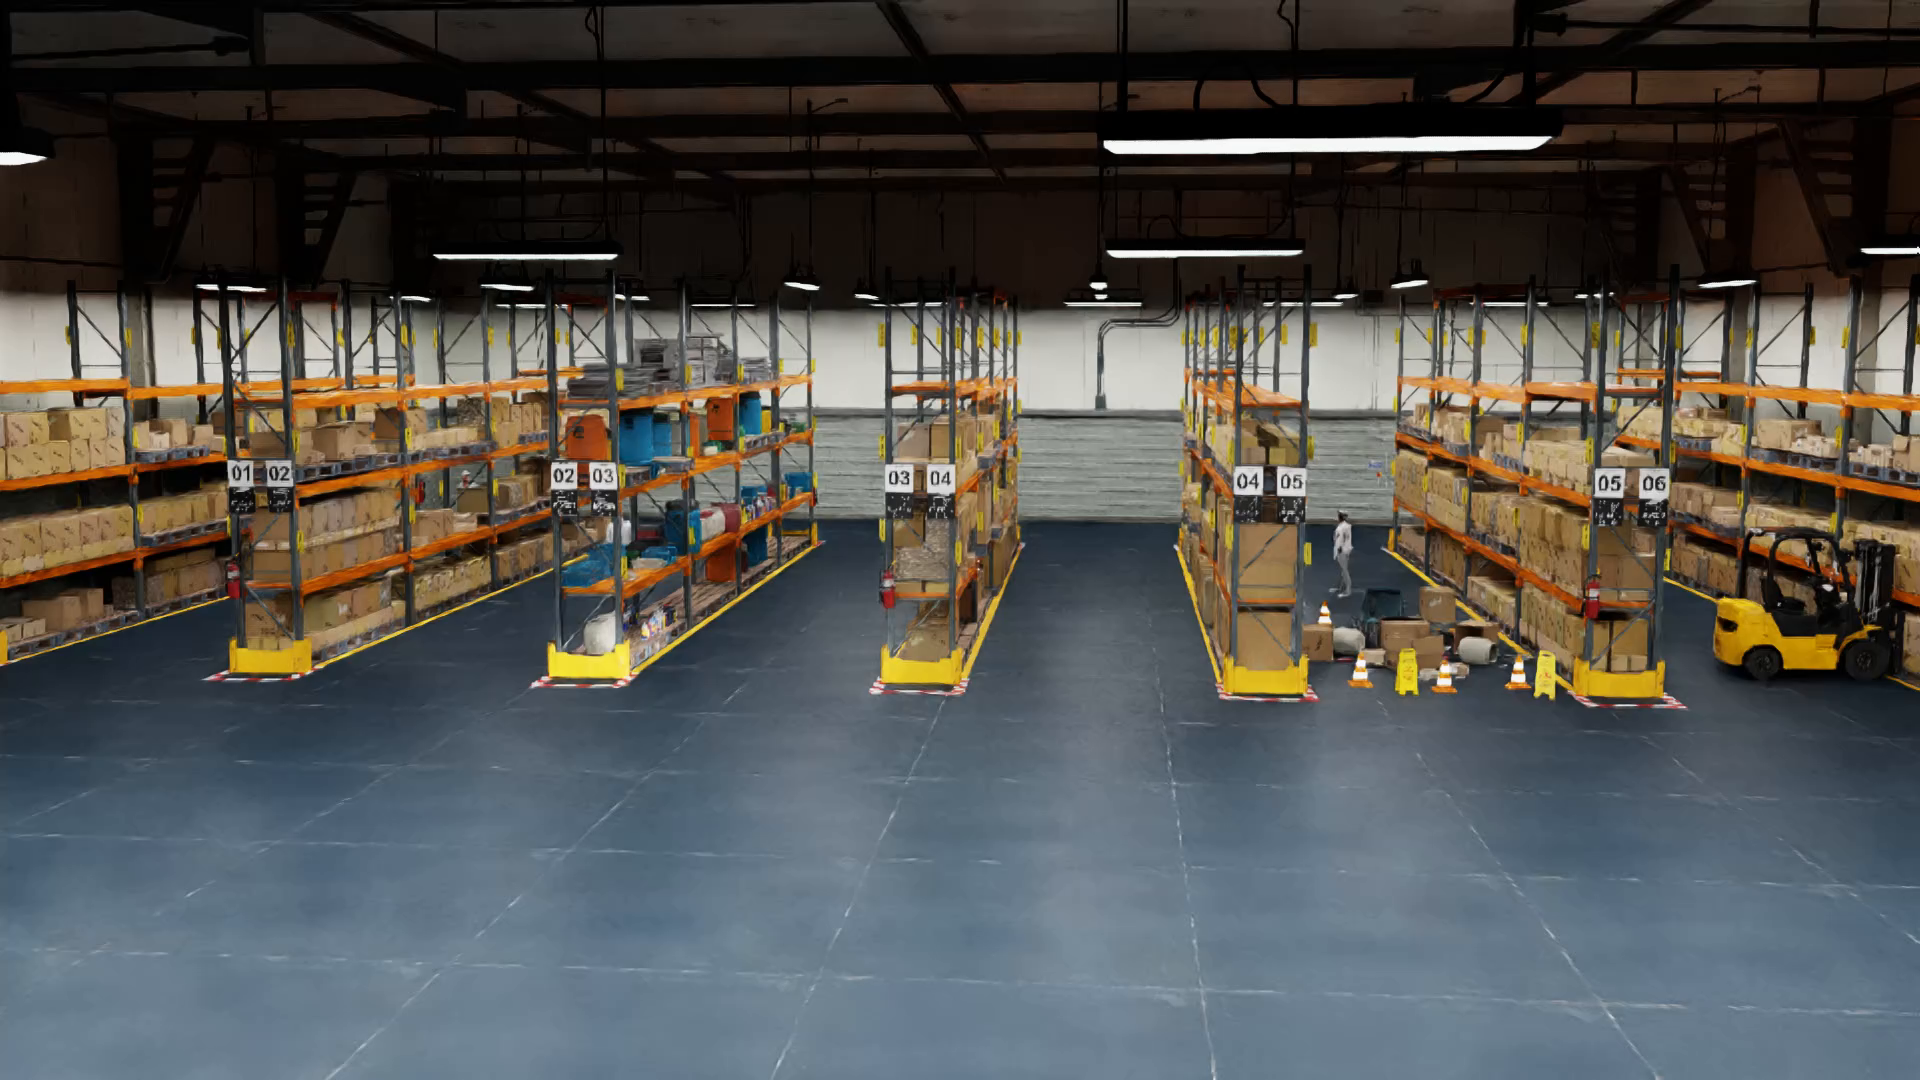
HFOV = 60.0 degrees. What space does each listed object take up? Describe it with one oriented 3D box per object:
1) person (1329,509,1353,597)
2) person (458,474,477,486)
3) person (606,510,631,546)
[{"bbox_3d":[7.416,0.237,32.343,0.544,1.667,0.572,5,8,34],"label":"person"},{"bbox_3d":[-12.211,-0.845,41.263,0.565,1.688,1.045,0,7,4],"label":"person"},{"bbox_3d":[-6.571,0.289,32.204,0.598,1.588,1.194,1,7,7],"label":"person"}]
